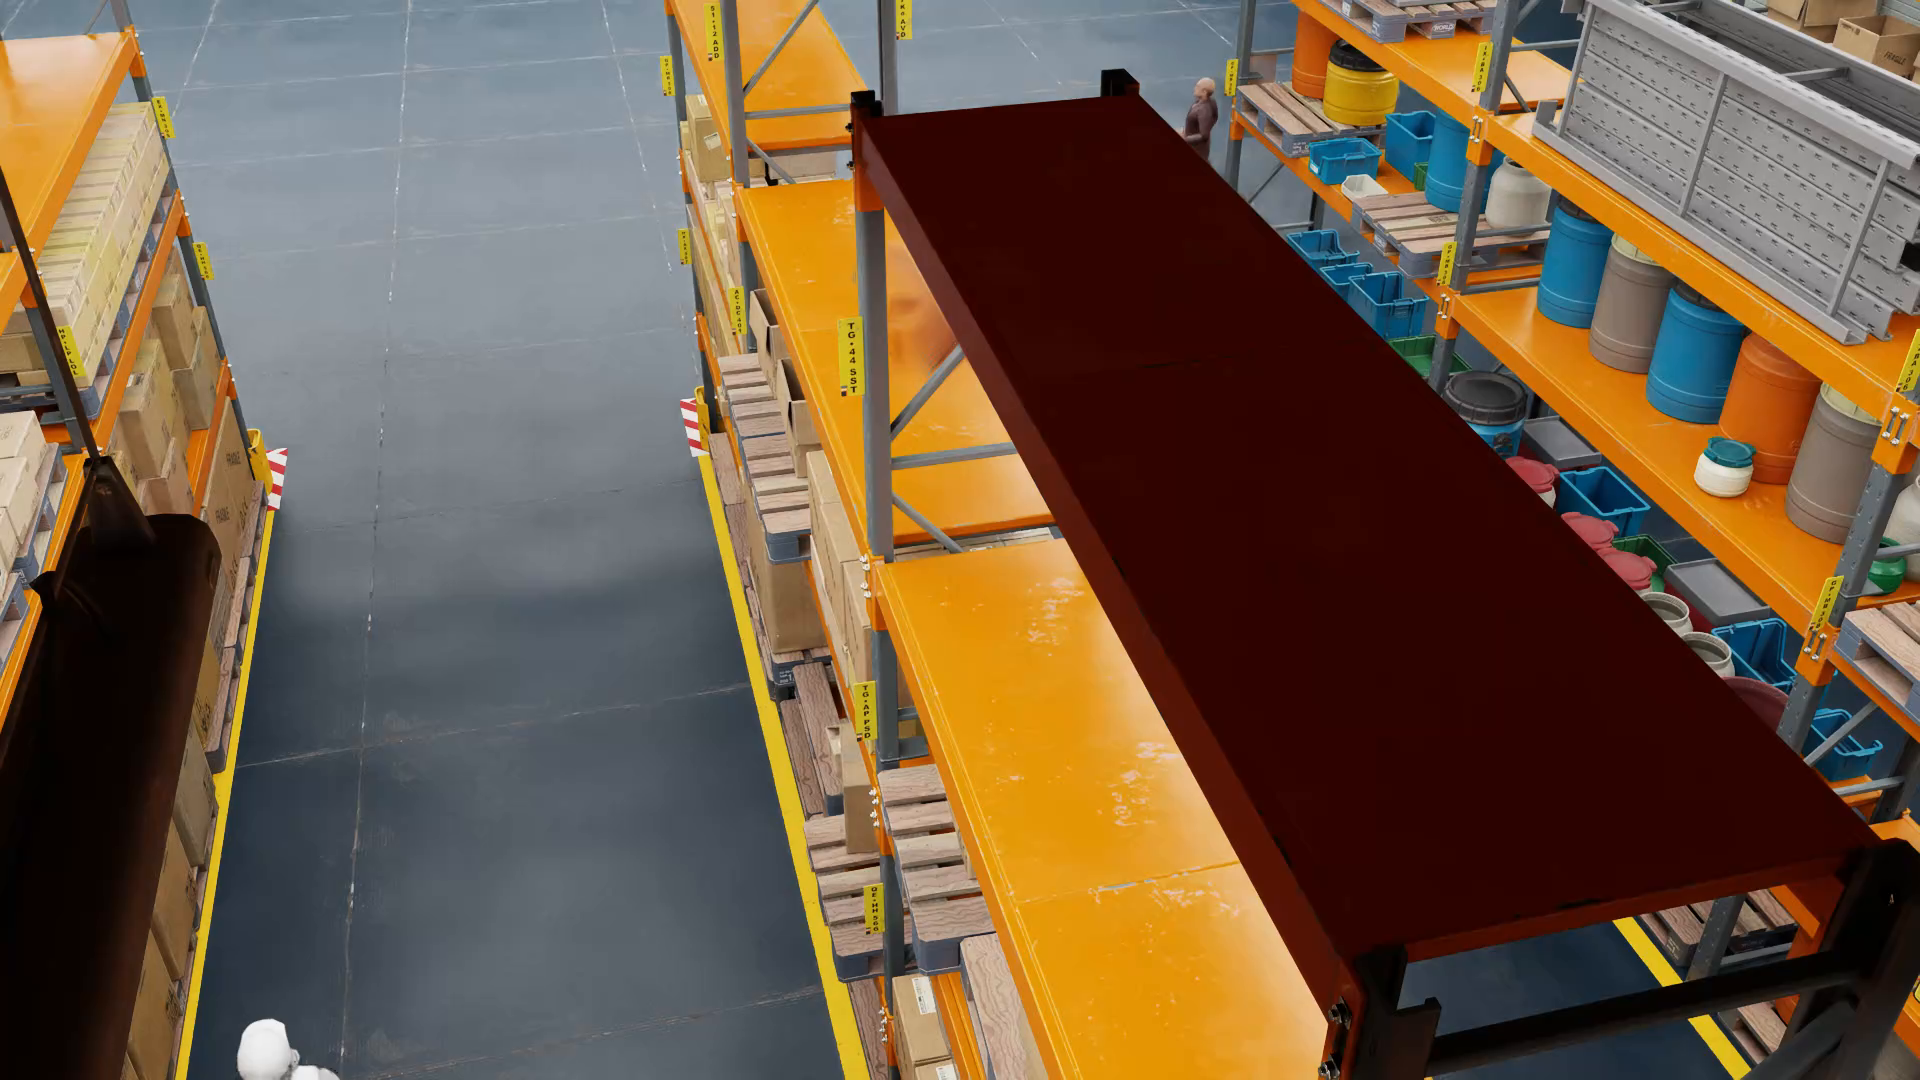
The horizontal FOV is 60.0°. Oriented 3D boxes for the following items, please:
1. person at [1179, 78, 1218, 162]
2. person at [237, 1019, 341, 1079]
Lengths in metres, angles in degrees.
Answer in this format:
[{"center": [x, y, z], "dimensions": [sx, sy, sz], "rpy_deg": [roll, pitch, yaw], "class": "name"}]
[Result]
[{"center": [2.746, -4.447, 19.051], "dimensions": [0.754, 1.730, 0.713], "rpy_deg": [7, 35, 11], "class": "person"}, {"center": [-3.097, 2.887, 7.842], "dimensions": [0.671, 1.728, 0.536], "rpy_deg": [-13, 36, -18], "class": "person"}]
